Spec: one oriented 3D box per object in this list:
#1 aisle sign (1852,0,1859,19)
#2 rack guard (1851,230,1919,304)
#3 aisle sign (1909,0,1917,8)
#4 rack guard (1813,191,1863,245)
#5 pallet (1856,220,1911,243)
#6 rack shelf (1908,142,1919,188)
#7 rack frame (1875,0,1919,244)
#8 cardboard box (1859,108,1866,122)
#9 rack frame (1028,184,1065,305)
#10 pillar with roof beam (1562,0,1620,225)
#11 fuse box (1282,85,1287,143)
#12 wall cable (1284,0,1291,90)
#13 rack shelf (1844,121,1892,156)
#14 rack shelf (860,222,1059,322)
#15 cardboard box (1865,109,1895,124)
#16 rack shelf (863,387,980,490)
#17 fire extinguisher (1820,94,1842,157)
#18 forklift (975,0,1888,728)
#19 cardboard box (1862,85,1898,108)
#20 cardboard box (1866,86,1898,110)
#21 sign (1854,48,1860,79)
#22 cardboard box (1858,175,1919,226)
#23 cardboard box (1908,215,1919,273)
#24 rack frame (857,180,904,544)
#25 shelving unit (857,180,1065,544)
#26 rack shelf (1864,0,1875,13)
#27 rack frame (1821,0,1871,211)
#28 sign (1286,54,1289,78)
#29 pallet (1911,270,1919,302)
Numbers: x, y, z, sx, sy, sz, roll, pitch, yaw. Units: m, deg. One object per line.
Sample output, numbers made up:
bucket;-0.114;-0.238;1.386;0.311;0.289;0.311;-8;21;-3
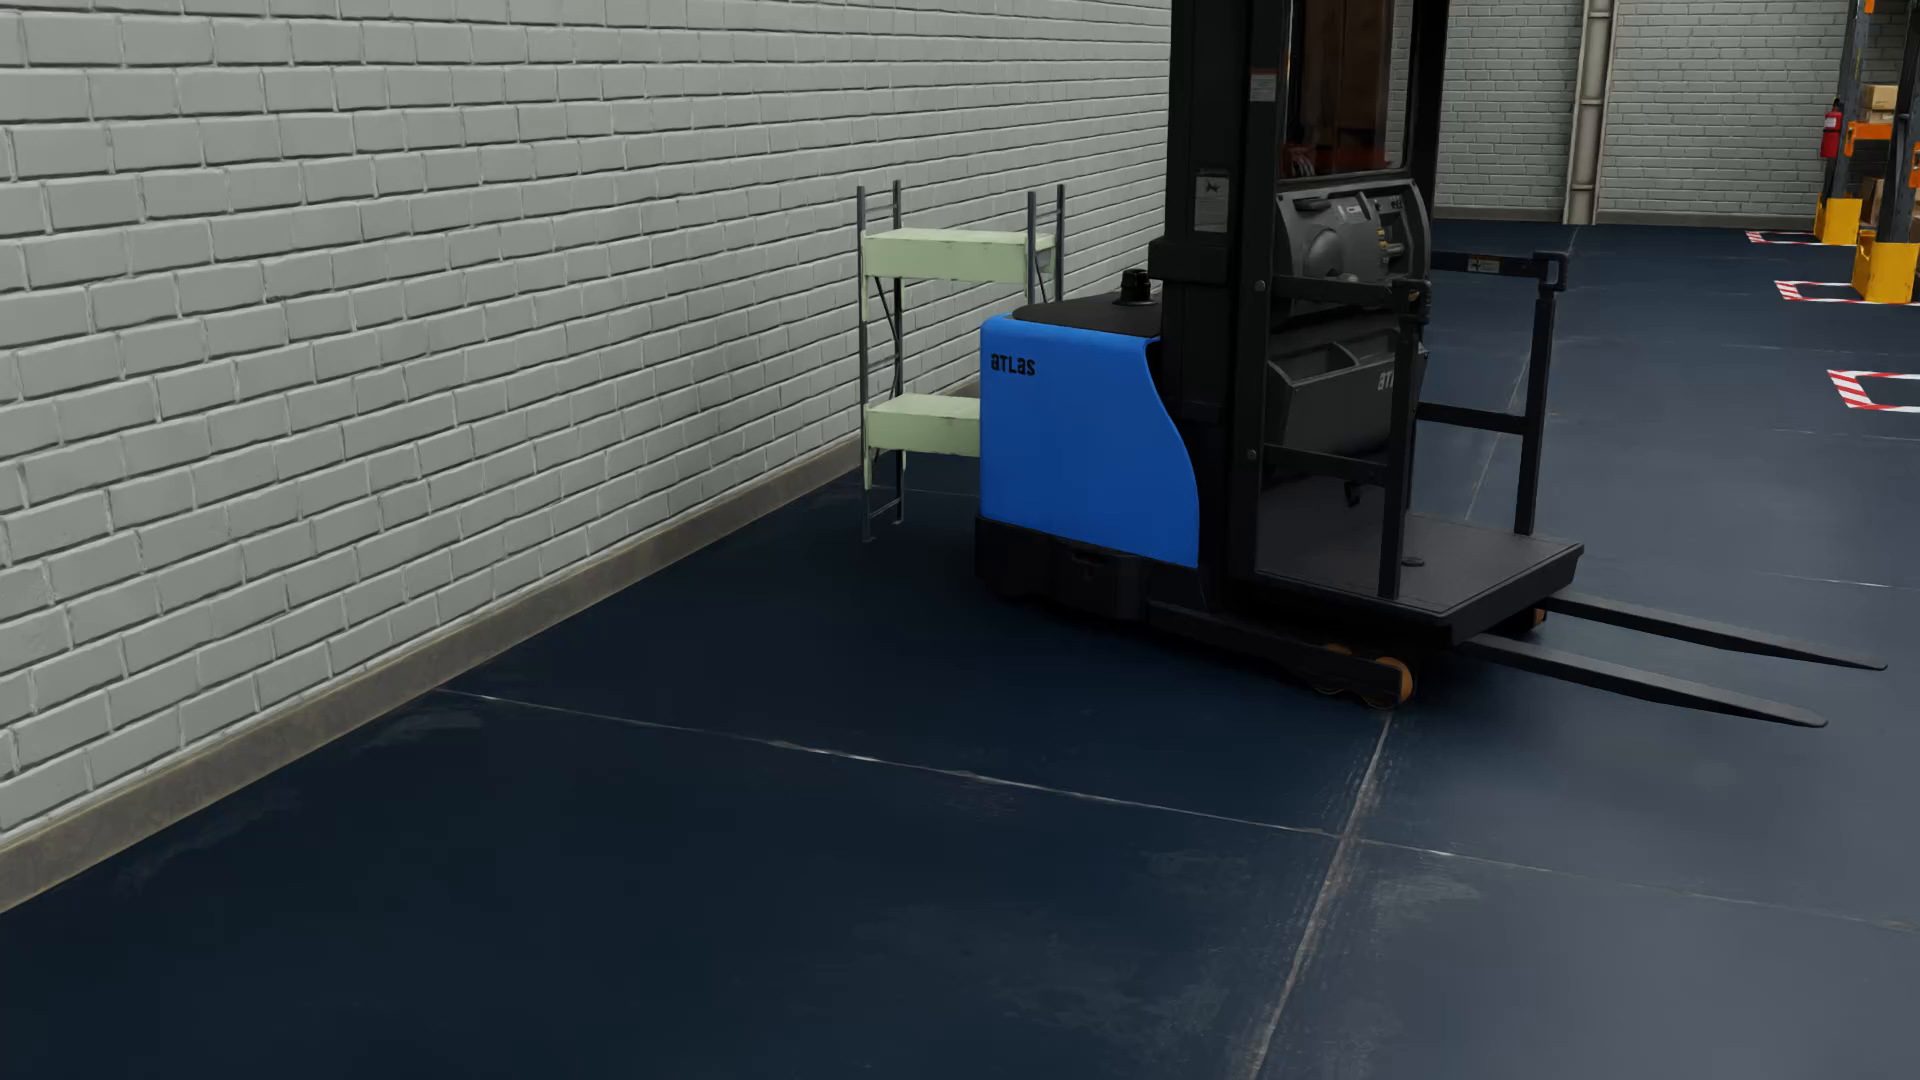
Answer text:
aisle sign;9.753;-6.066;18.027;0.004;0.787;0.394;6;17;21
rack guard;8.084;-2.401;14.549;0.348;0.500;1.175;6;17;21
aisle sign;8.154;-4.936;14.132;0.004;0.787;0.394;6;17;21
rack guard;9.995;-3.679;18.950;0.348;0.500;1.175;6;17;21
pallet;10.737;-3.459;18.710;1.213;0.211;1.003;6;17;21
rack shelf;9.967;-3.049;13.588;4.000;0.370;1.077;6;17;21
rack frame;8.107;-3.599;14.192;0.127;3.000;1.000;6;17;21
cardboard box;10.331;-4.802;18.786;0.250;0.149;0.380;6;17;20
rack frame;0.347;-0.682;6.833;0.023;1.500;0.400;6;17;21
pillar with roof beam;6.167;-7.161;15.701;0.400;9.000;9.100;6;17;21
fuse box;3.759;-4.081;18.163;0.414;1.711;0.539;6;17;21
wall cable;3.362;-5.027;17.288;0.122;1.984;0.588;6;17;21
rack shelf;11.785;-4.337;18.023;4.000;0.370;1.077;6;17;21
rack shelf;0.006;-1.094;6.853;0.720;0.370;0.431;6;17;21
cardboard box;10.130;-4.662;18.302;0.250;0.149;0.380;6;17;20
rack shelf;0.006;-0.406;7.053;0.720;0.370;0.431;6;17;21
fire extinguisher;9.618;-4.566;18.330;0.183;0.674;0.296;6;17;21
forklift;1.488;-1.030;5.466;3.031;2.935;1.130;14;21;40
cardboard box;10.450;-4.980;18.682;0.500;0.250;0.500;7;18;22
cardboard box;10.248;-4.842;18.207;0.500;0.250;0.500;6;17;21
sign;9.726;-5.162;18.022;0.005;0.325;0.100;6;17;21
cardboard box;10.459;-3.803;18.617;0.637;0.503;0.797;6;17;18
cardboard box;8.757;-2.529;14.348;0.875;0.438;0.875;6;17;19
rack frame;-0.334;-0.757;7.091;0.023;1.500;0.400;6;17;21
shelving unit;0.006;-0.720;6.962;0.755;1.500;0.431;6;17;21
rack shelf;11.785;-5.778;17.605;4.000;0.370;1.077;6;17;21
rack frame;9.924;-4.887;18.628;0.127;3.000;1.000;6;17;21
sign;3.546;-5.104;17.892;0.001;0.242;0.339;6;17;21
pallet;8.879;-2.199;14.369;1.213;0.211;1.003;6;17;21
